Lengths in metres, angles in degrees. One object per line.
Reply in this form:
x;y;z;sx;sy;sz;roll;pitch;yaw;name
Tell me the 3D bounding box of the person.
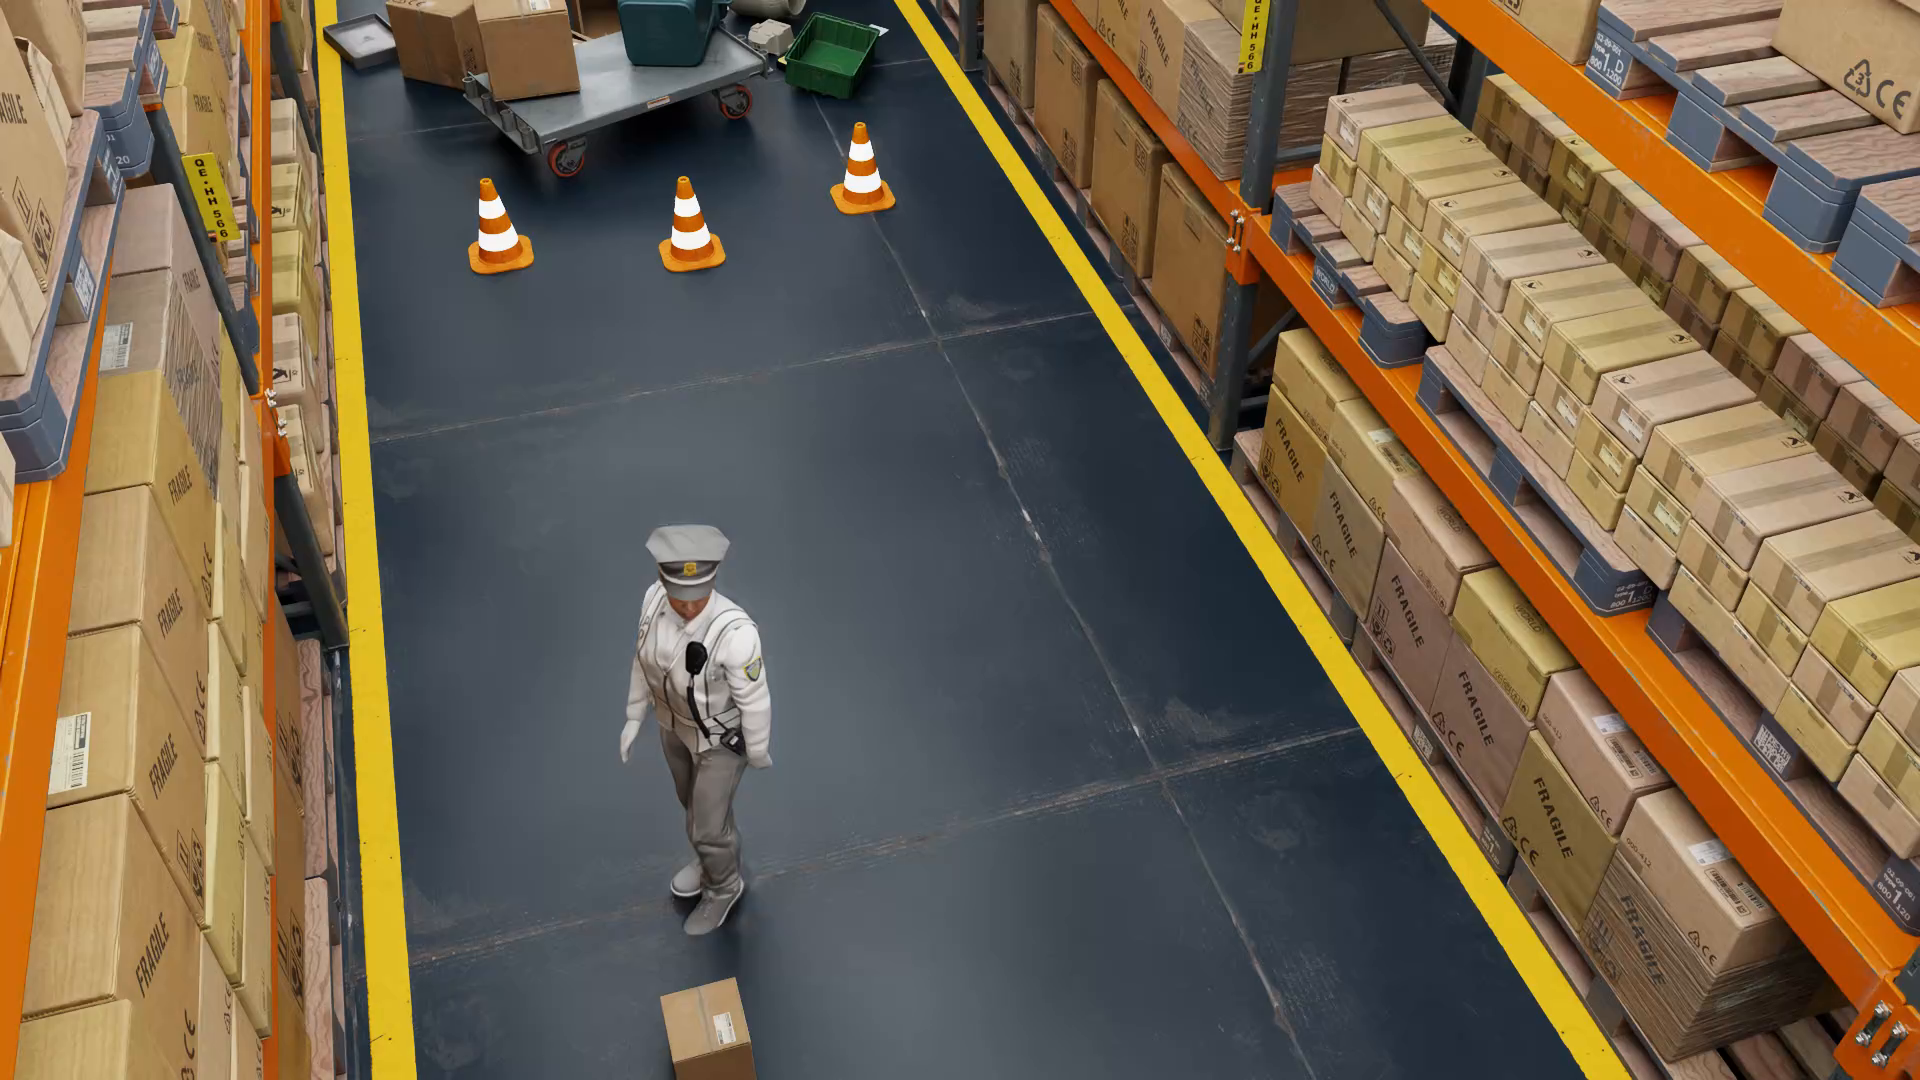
-0.858;0.661;5.443;0.501;1.748;0.415;33;52;31;person
